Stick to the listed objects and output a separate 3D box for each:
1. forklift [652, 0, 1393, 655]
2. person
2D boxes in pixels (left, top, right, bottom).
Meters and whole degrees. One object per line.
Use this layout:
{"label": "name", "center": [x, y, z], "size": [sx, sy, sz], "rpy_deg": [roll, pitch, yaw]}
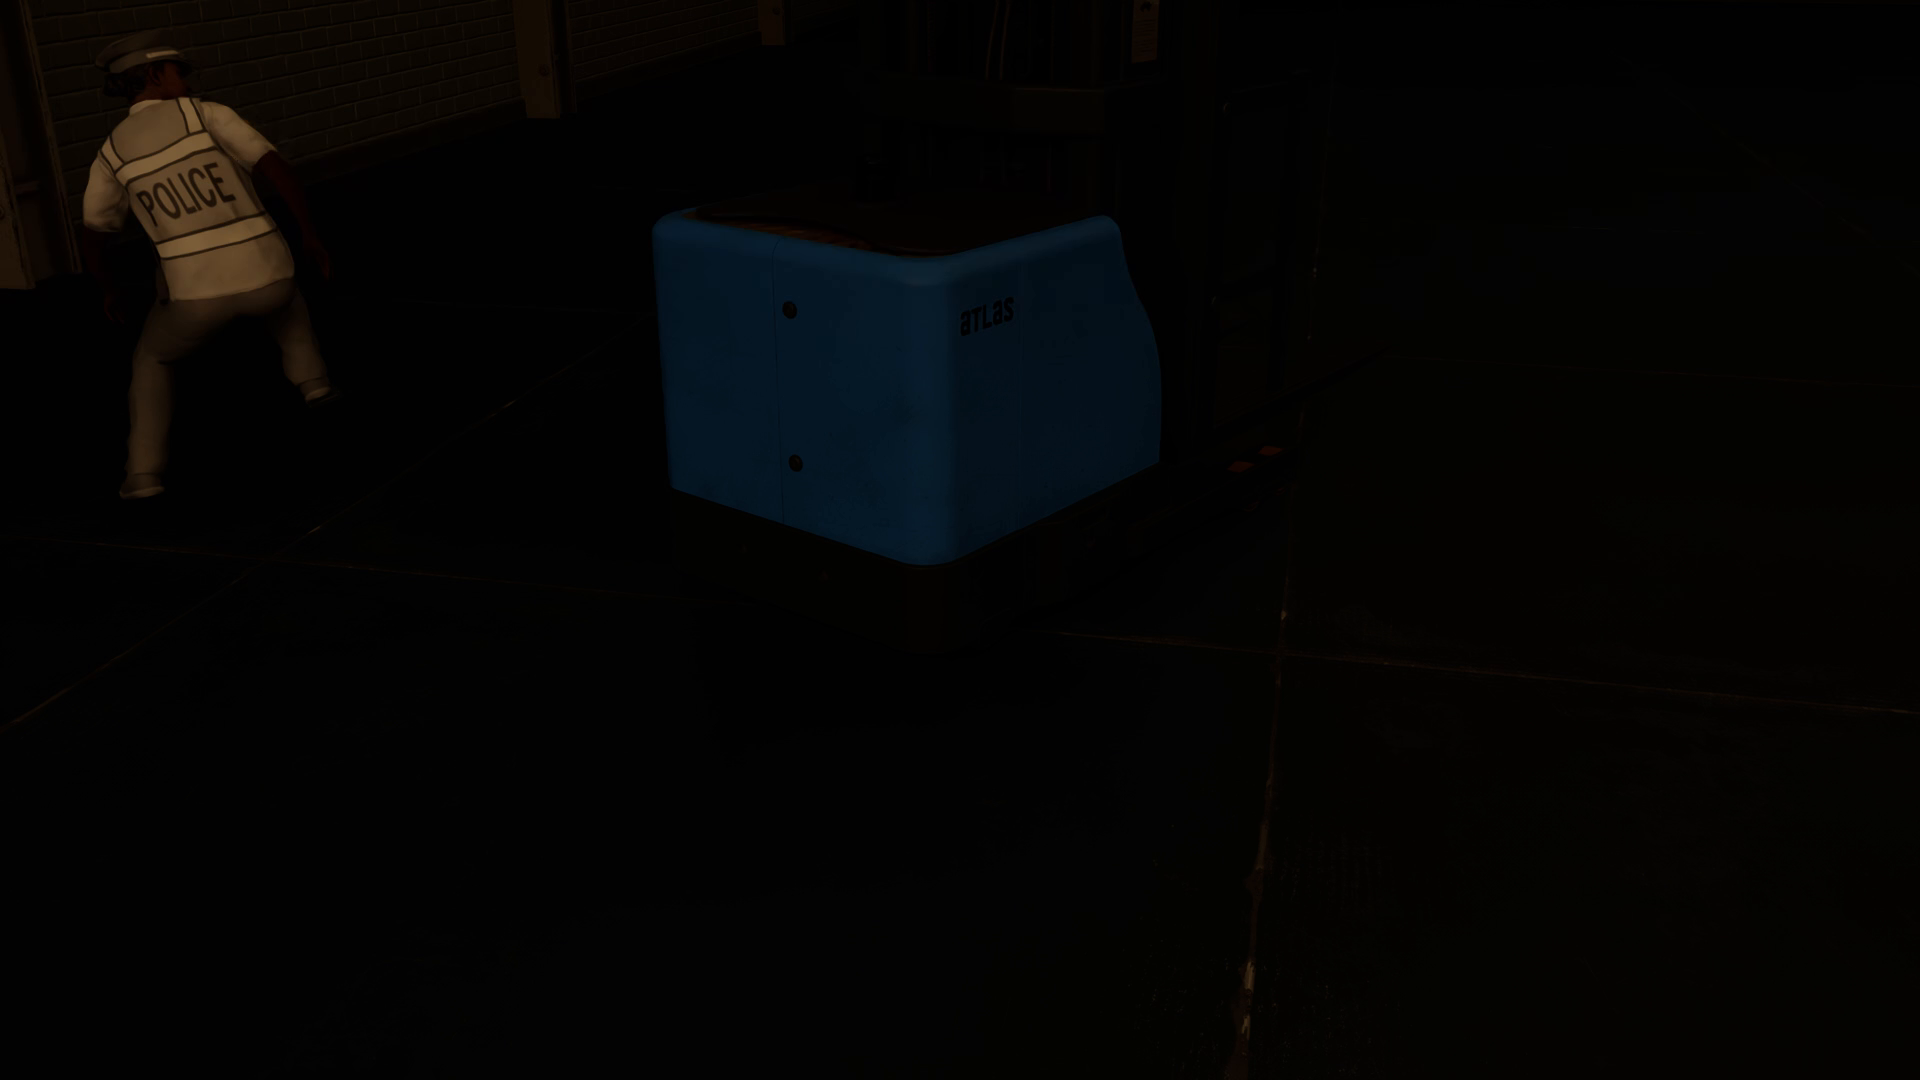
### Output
{"label": "forklift", "center": [0.471, -1.551, 5.071], "size": [1.130, 2.935, 3.031], "rpy_deg": [17, 28, 35]}
{"label": "person", "center": [-2.384, -0.864, 5.262], "size": [0.744, 1.444, 0.626], "rpy_deg": [-10, 24, -24]}
